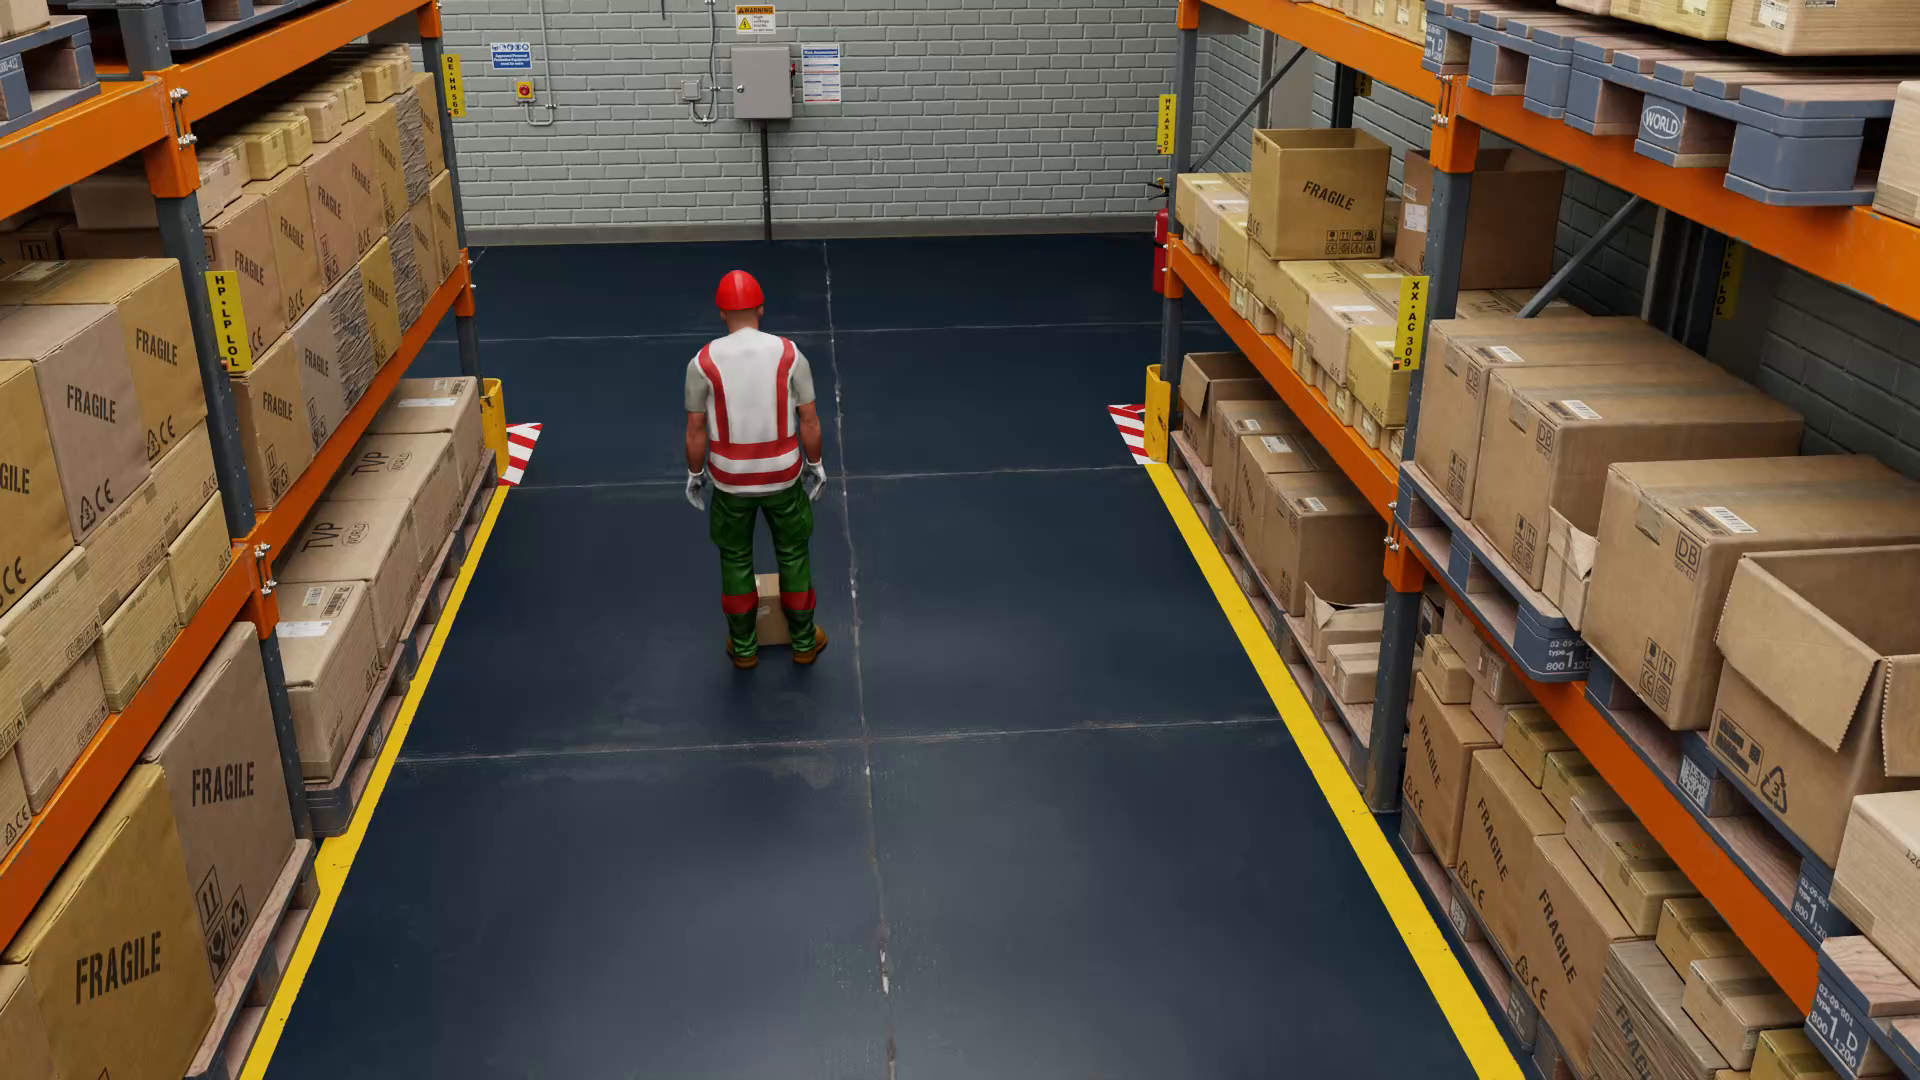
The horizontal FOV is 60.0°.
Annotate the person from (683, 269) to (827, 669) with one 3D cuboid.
[{"bbox_3d":[-0.895,-0.288,7.241,0.620,1.780,0.446,-3,24,-8],"label":"person"}]
